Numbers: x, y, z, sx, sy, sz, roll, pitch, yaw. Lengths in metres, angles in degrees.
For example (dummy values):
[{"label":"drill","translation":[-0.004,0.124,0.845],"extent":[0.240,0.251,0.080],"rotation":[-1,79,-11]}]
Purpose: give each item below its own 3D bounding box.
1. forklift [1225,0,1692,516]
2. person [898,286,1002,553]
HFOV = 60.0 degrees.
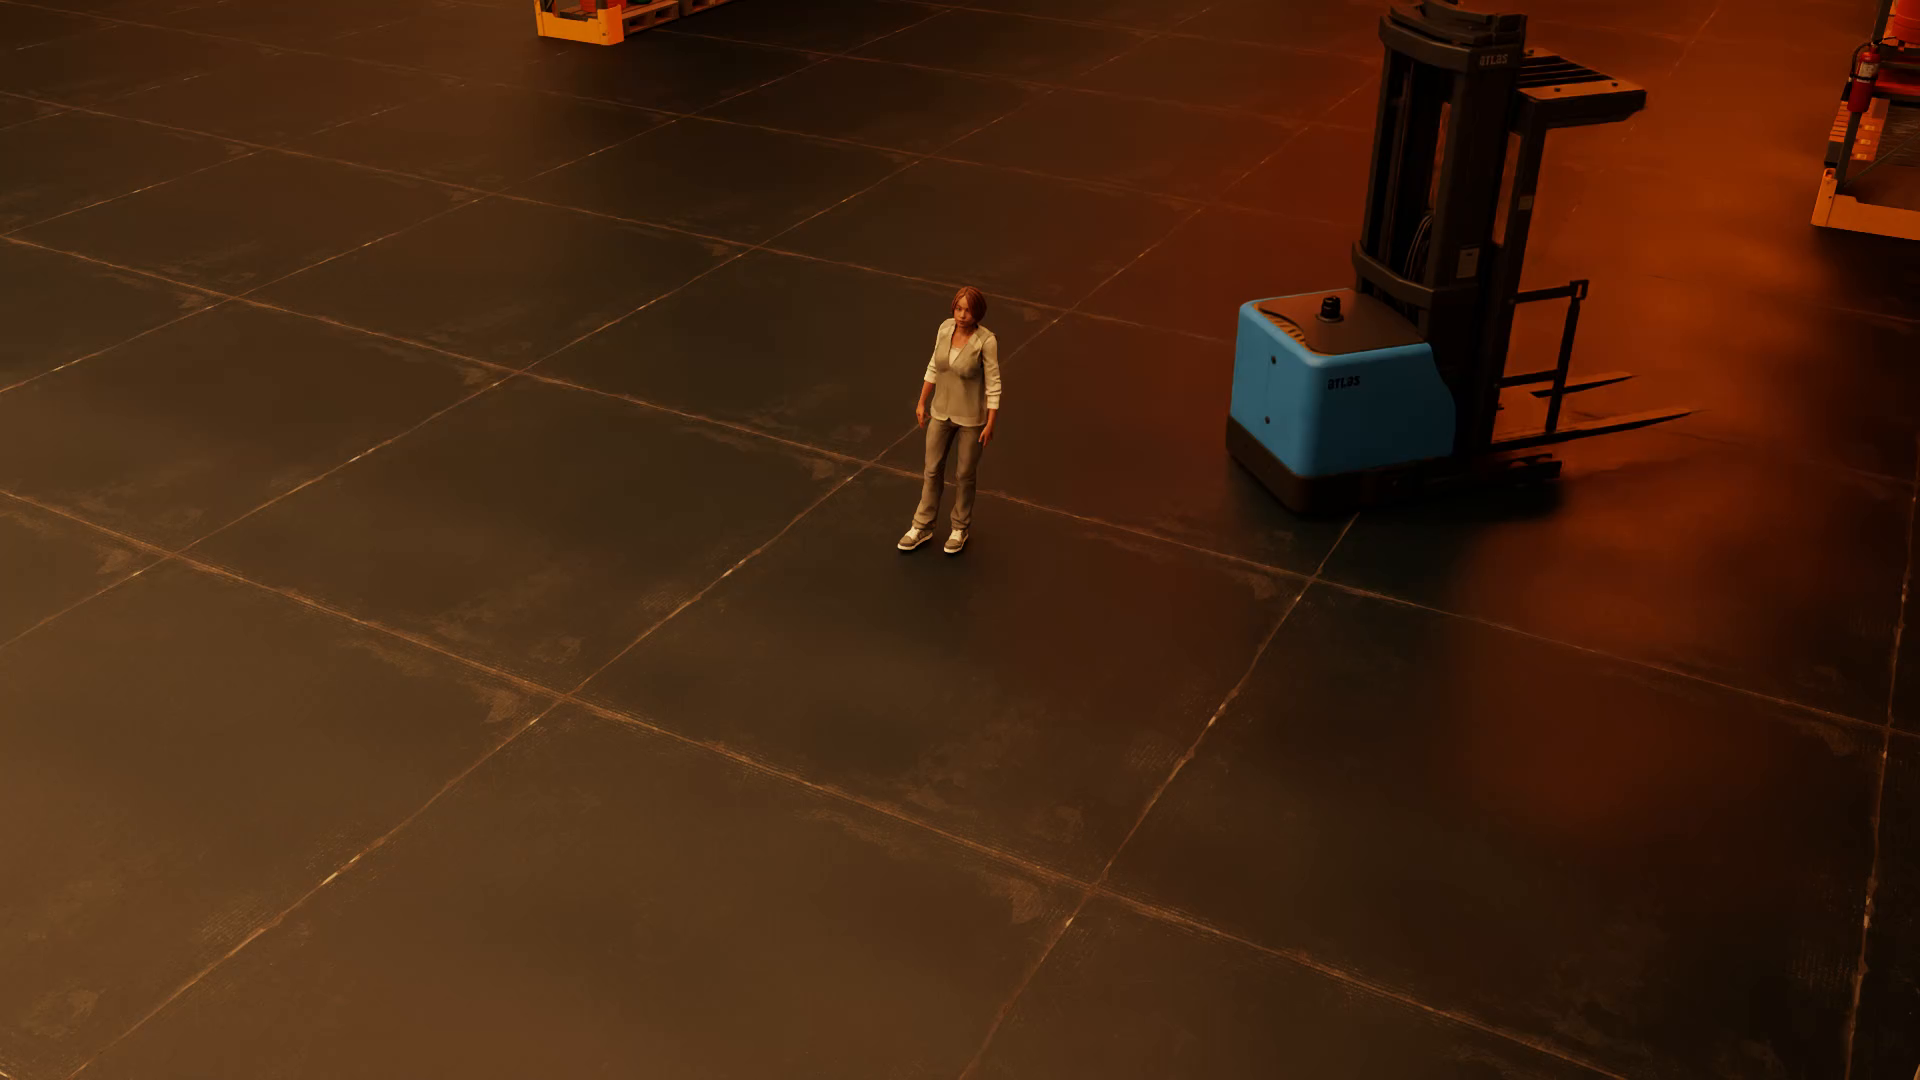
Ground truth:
[{"label":"forklift","translation":[3.315,-1.845,10.268],"extent":[3.031,2.935,1.130],"rotation":[-9,31,-16]},{"label":"person","translation":[-0.048,-0.668,9.549],"extent":[0.521,1.599,0.473],"rotation":[15,33,25]}]
